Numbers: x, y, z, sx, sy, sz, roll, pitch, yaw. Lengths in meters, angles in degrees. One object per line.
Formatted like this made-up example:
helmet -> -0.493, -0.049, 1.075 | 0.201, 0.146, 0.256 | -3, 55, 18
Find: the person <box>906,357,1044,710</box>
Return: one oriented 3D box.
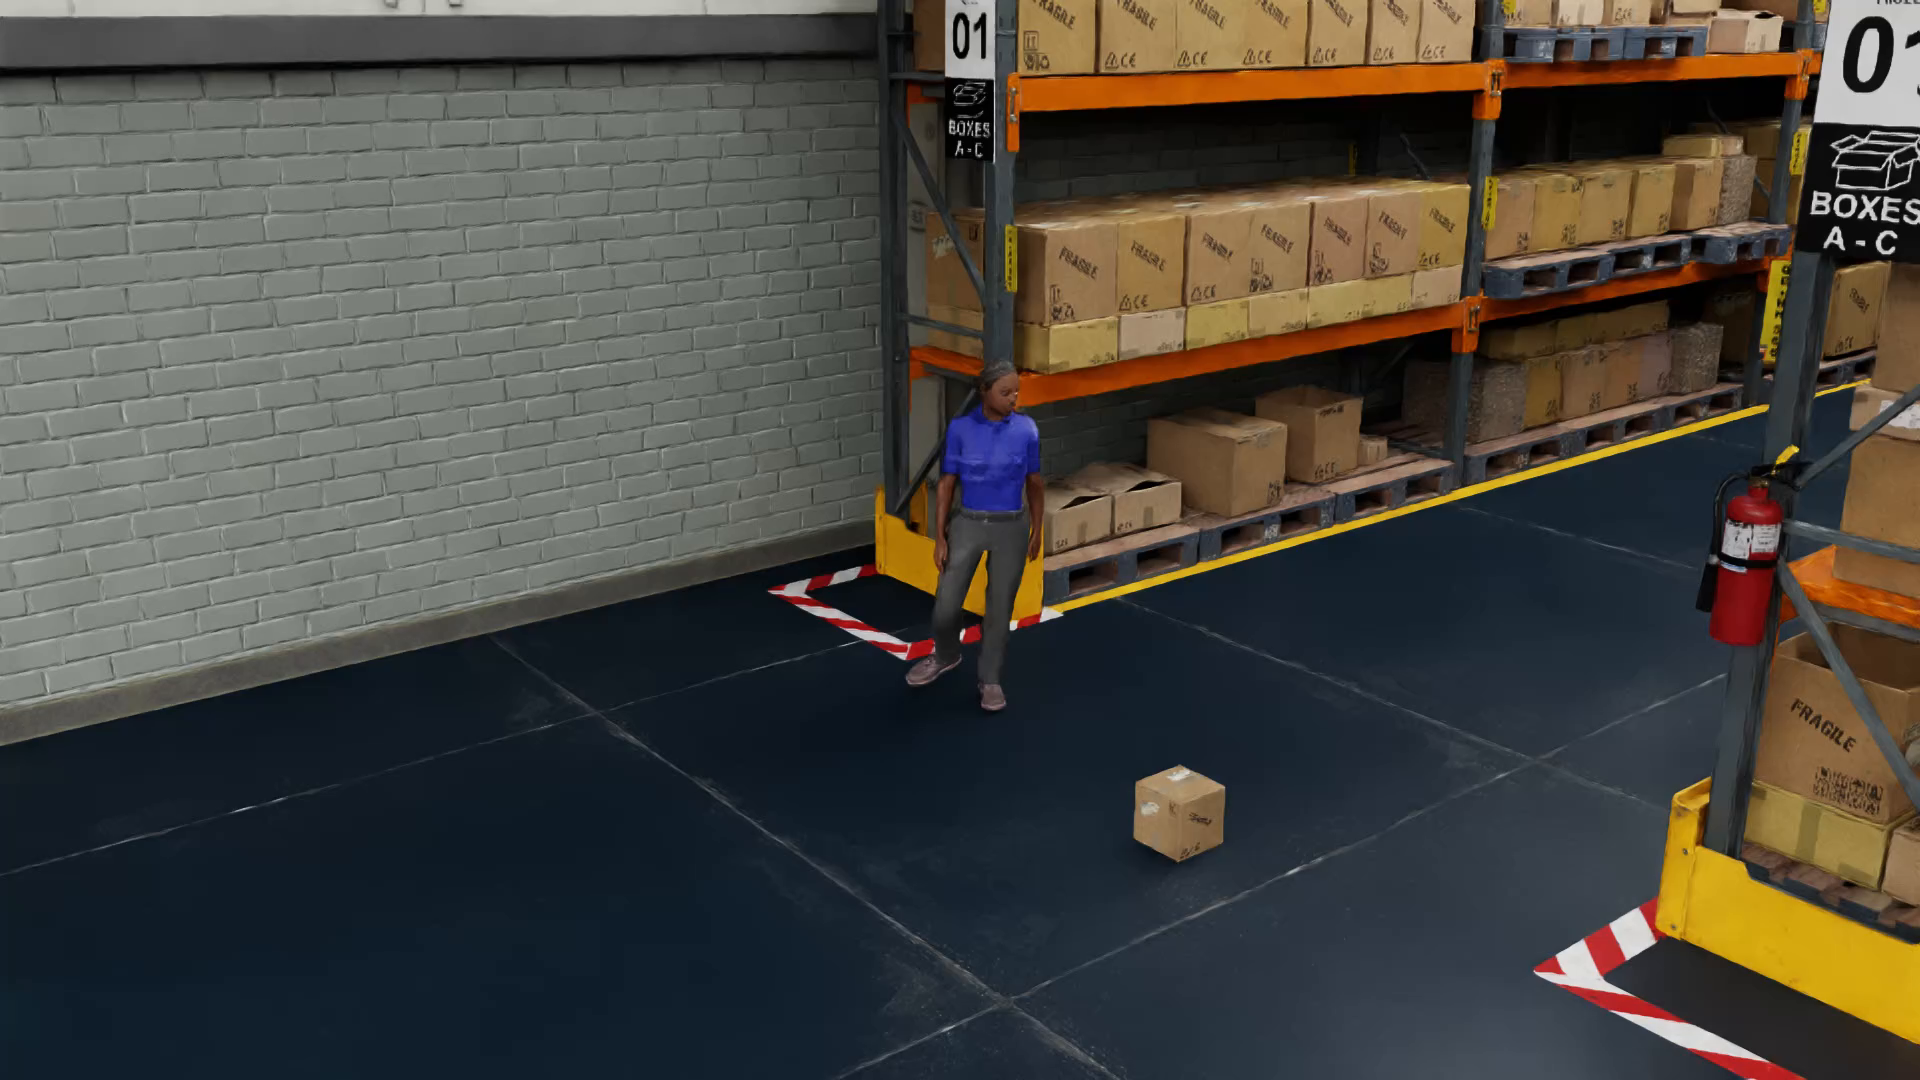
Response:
person -> 0.064, -0.036, 7.617 | 0.637, 1.651, 0.433 | -1, 18, -2
